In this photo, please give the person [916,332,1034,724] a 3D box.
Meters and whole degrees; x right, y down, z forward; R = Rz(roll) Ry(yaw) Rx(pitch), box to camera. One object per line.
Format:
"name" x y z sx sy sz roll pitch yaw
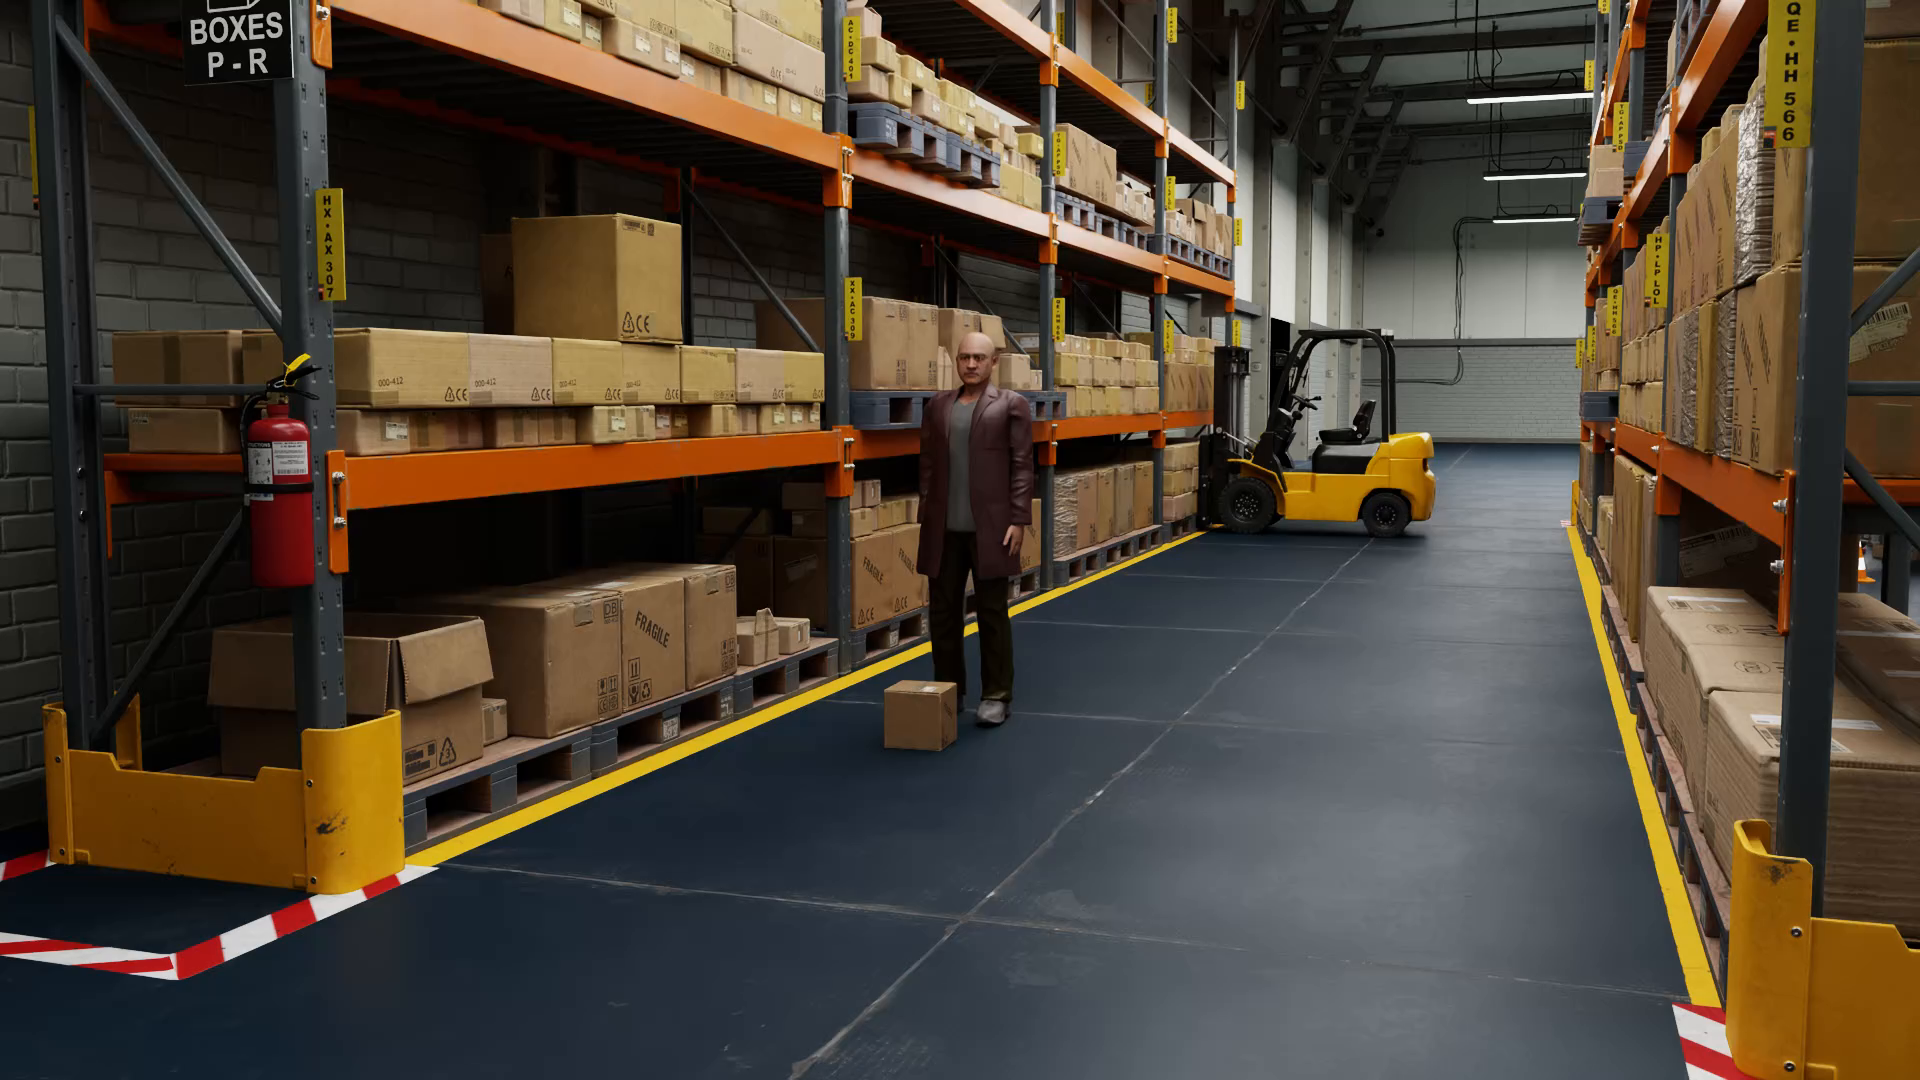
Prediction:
"person" 0.059 -0.058 7.601 0.561 1.777 0.380 2 5 21
